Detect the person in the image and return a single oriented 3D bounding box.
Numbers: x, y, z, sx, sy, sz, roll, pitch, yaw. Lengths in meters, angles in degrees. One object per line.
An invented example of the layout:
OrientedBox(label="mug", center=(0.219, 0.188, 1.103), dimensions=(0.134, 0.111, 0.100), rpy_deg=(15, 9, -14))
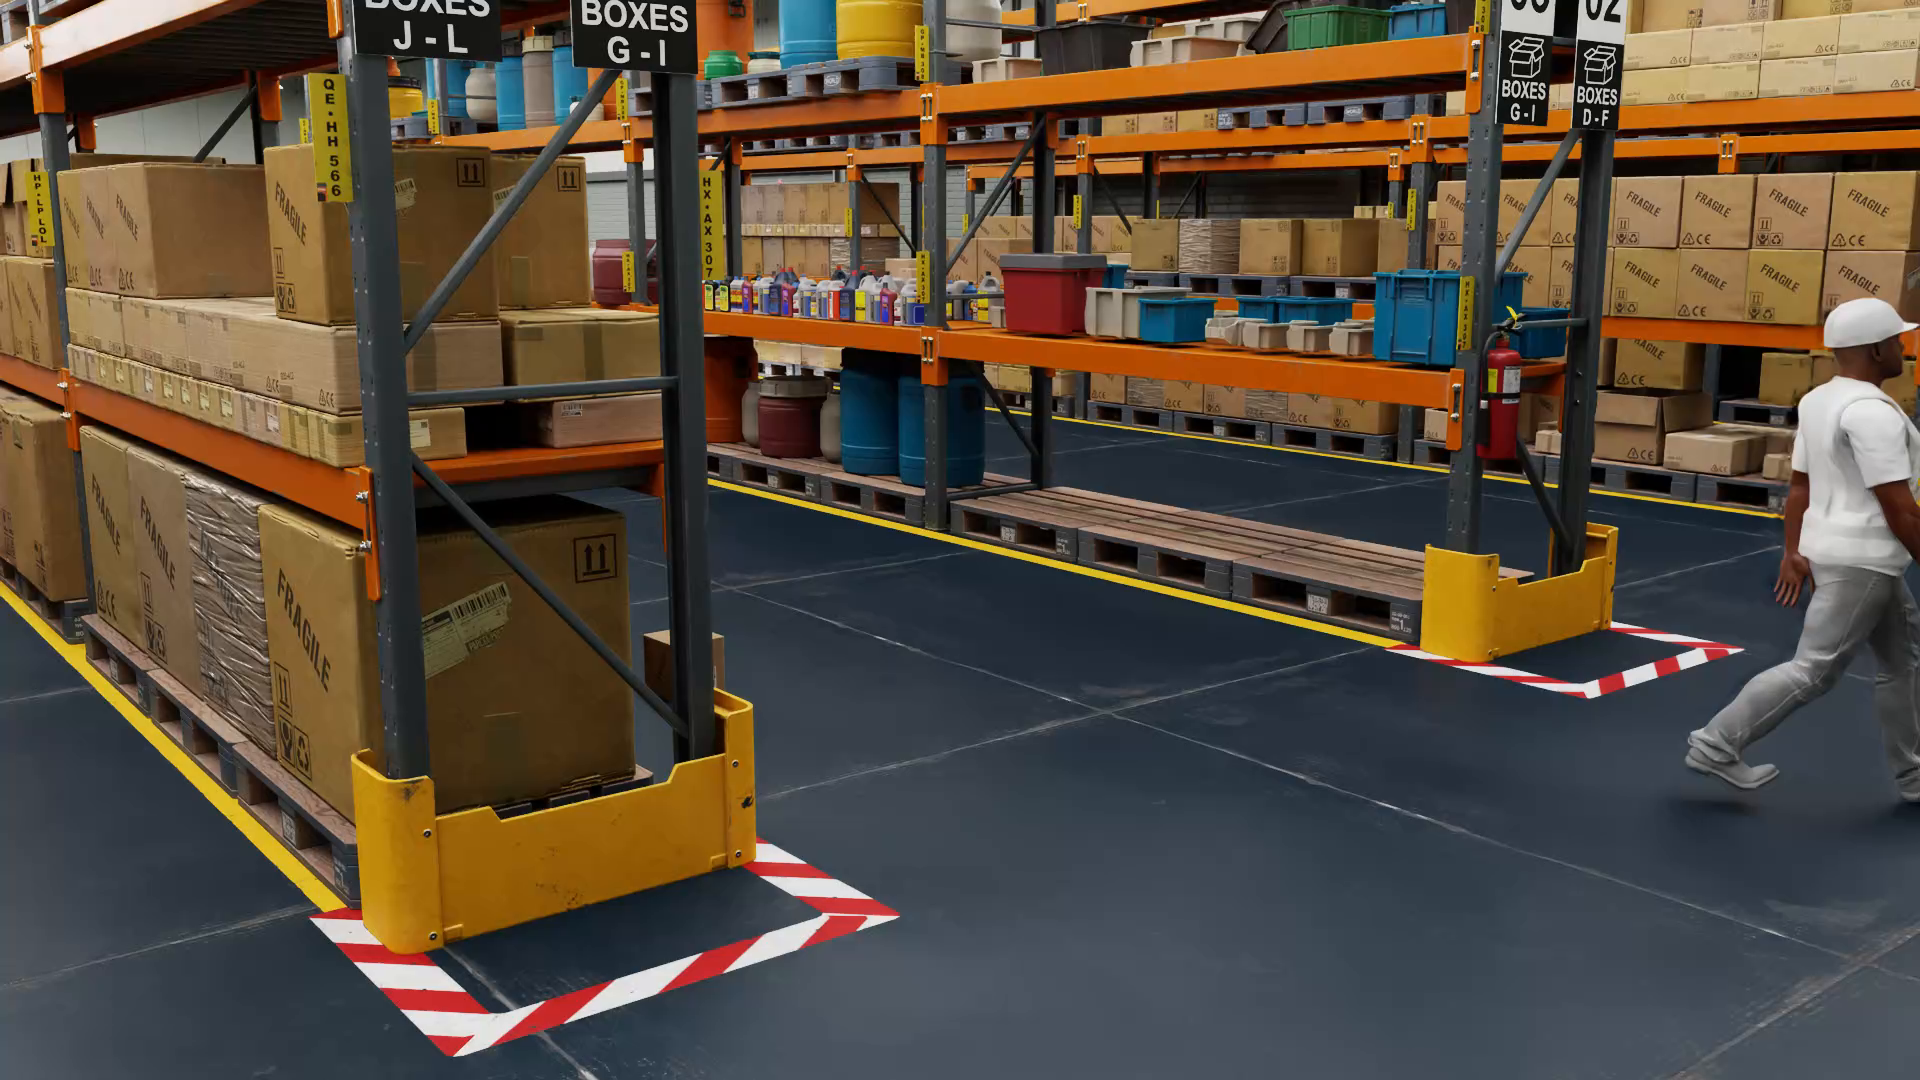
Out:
OrientedBox(label="person", center=(3.038, 0.059, 5.585), dimensions=(1.028, 1.725, 0.556), rpy_deg=(3, 11, 15))
